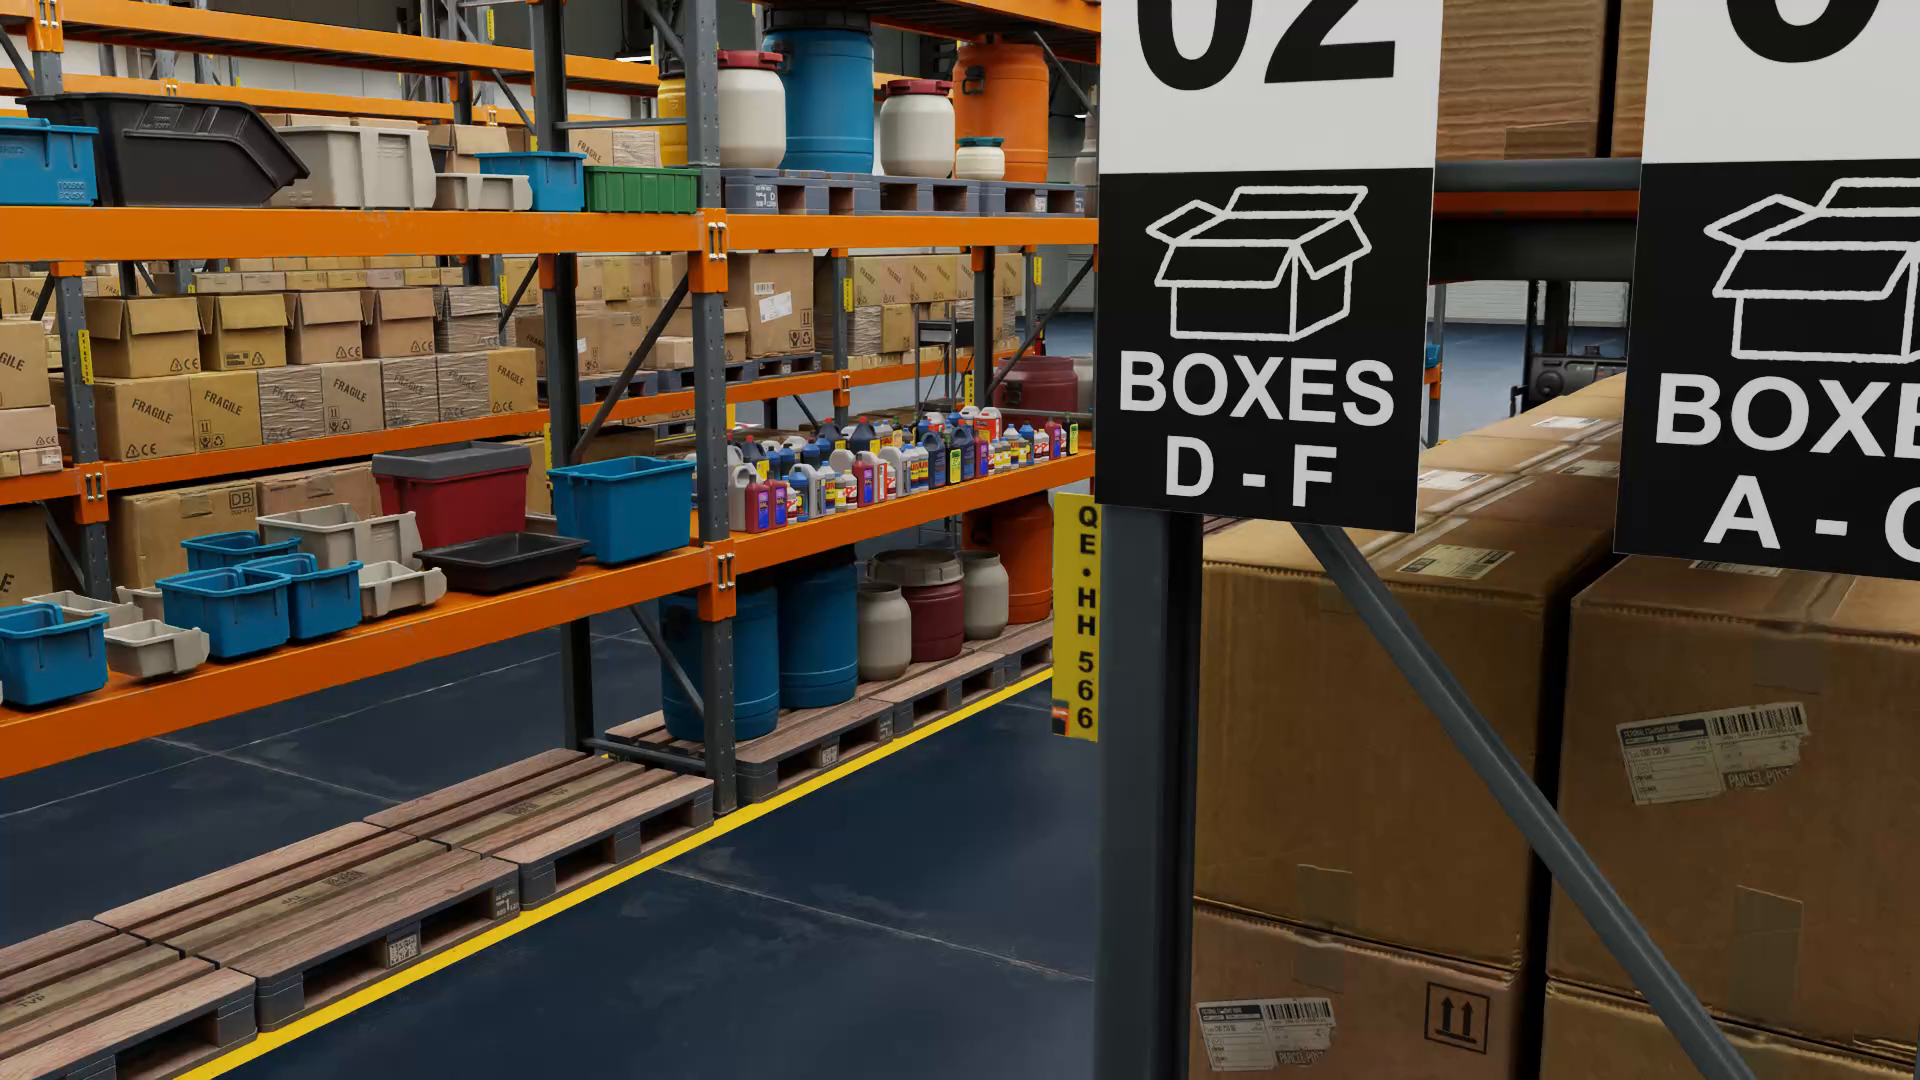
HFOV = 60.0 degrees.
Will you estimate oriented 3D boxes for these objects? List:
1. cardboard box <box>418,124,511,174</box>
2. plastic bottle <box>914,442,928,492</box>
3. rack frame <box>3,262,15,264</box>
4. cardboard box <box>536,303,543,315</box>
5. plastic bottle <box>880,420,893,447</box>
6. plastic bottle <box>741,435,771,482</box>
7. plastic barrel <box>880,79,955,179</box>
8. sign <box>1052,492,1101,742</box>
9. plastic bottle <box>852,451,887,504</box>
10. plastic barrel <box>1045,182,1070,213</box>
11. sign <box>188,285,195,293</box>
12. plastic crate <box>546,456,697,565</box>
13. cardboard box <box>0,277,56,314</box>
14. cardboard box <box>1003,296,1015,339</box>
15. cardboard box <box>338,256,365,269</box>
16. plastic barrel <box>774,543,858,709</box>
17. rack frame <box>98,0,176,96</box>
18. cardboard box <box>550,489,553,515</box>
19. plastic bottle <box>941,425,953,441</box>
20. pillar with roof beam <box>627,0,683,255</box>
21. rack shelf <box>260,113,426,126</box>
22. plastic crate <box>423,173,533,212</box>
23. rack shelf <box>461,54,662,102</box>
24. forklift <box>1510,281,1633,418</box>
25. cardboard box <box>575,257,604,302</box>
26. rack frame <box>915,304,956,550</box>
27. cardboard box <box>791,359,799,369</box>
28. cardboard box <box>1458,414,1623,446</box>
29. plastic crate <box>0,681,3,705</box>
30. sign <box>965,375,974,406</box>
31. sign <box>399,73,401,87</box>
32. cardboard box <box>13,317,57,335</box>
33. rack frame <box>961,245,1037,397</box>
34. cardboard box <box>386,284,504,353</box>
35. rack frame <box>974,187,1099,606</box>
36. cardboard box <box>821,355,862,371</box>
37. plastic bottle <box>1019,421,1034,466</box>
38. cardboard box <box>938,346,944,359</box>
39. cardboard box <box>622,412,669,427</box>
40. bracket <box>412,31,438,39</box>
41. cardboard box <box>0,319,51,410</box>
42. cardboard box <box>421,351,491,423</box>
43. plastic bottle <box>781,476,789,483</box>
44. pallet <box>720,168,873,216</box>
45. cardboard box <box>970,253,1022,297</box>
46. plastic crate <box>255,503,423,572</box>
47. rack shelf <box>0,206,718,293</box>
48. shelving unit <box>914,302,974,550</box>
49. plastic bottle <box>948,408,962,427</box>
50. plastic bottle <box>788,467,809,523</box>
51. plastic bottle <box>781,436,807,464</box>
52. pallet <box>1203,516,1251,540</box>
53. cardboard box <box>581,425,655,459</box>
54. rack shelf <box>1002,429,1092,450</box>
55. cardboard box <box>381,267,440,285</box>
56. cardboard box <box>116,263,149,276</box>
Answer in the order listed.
[{"bbox_3d":[-3.936,-2.950,12.903,0.797,0.503,0.637,7,13,34],"label":"cardboard box"},{"bbox_3d":[-0.224,-0.406,9.233,0.097,0.271,0.097,0,11,0],"label":"plastic bottle"},{"bbox_3d":[-14.318,-3.371,24.724,1.000,3.000,0.127,6,12,31],"label":"rack frame"},{"bbox_3d":[-5.344,-2.662,20.529,0.875,0.550,0.550,6,12,31],"label":"cardboard box"},{"bbox_3d":[-0.462,-0.602,10.284,0.097,0.271,0.097,0,11,0],"label":"plastic bottle"},{"bbox_3d":[-1.108,-0.386,8.914,0.144,0.351,0.185,6,12,31],"label":"plastic bottle"},{"bbox_3d":[-0.240,-2.303,9.356,0.433,0.535,0.433,0,11,0],"label":"plastic barrel"},{"bbox_3d":[0.166,0.103,2.162,0.100,0.325,0.005,6,12,31],"label":"sign"},{"bbox_3d":[-0.478,-0.340,8.872,0.152,0.276,0.135,6,12,31],"label":"plastic bottle"},{"bbox_3d":[0.636,-2.290,11.221,0.294,0.245,0.294,0,11,0],"label":"plastic barrel"},{"bbox_3d":[-7.399,-2.291,16.024,0.100,0.325,0.005,6,12,31],"label":"sign"},{"bbox_3d":[-1.476,-0.135,7.318,0.392,0.384,0.575,6,12,31],"label":"plastic crate"},{"bbox_3d":[-11.185,-2.886,19.909,0.500,0.500,0.500,7,12,32],"label":"cardboard box"},{"bbox_3d":[0.163,-2.691,20.013,0.875,0.500,0.500,6,12,31],"label":"cardboard box"},{"bbox_3d":[-8.900,-3.878,23.635,0.700,0.500,0.500,6,12,30],"label":"cardboard box"},{"bbox_3d":[-0.860,0.410,9.086,0.600,0.901,0.708,6,12,31],"label":"plastic barrel"},{"bbox_3d":[-7.868,-4.760,15.841,1.000,3.000,0.127,6,12,31],"label":"rack frame"},{"bbox_3d":[-3.350,-0.416,14.539,0.700,0.500,0.500,6,12,28],"label":"cardboard box"},{"bbox_3d":[-0.073,-0.632,10.632,0.097,0.201,0.097,0,11,0],"label":"plastic bottle"},{"bbox_3d":[-3.464,-8.402,35.291,9.100,9.000,0.548,6,12,31],"label":"pillar with roof beam"},{"bbox_3d":[-9.036,-5.806,23.389,1.077,0.370,4.000,6,12,31],"label":"rack shelf"},{"bbox_3d":[-1.860,-1.328,6.374,0.293,0.136,0.466,6,12,31],"label":"plastic crate"},{"bbox_3d":[-2.643,-4.035,15.008,1.077,0.370,4.000,6,12,31],"label":"rack shelf"},{"bbox_3d":[5.492,-1.466,14.733,1.130,2.935,3.031,7,13,32],"label":"forklift"},{"bbox_3d":[-4.986,-3.269,20.837,0.875,0.550,0.550,6,12,31],"label":"cardboard box"},{"bbox_3d":[-0.213,-0.968,14.331,0.400,2.100,0.015,6,12,31],"label":"rack frame"},{"bbox_3d":[-1.744,-1.889,17.491,0.380,0.149,0.250,6,12,31],"label":"cardboard box"},{"bbox_3d":[1.420,0.004,3.705,0.500,0.500,0.500,7,13,32],"label":"cardboard box"},{"bbox_3d":[-2.955,0.460,4.814,0.250,0.136,0.298,6,12,31],"label":"plastic crate"},{"bbox_3d":[0.078,-0.980,11.509,0.100,0.325,0.005,6,12,31],"label":"sign"},{"bbox_3d":[-8.461,-7.025,25.186,0.100,0.325,0.005,6,12,31],"label":"sign"},{"bbox_3d":[-8.264,-1.906,14.821,0.380,0.149,0.250,6,12,31],"label":"cardboard box"},{"bbox_3d":[0.472,-2.580,20.497,1.000,3.000,0.127,6,12,31],"label":"rack frame"},{"bbox_3d":[-4.075,-1.750,13.069,0.797,0.503,0.637,7,13,33],"label":"cardboard box"},{"bbox_3d":[0.552,-0.848,11.249,1.000,3.000,0.127,6,12,31],"label":"rack frame"},{"bbox_3d":[-1.236,-1.832,17.187,0.380,0.149,0.250,6,12,31],"label":"cardboard box"},{"bbox_3d":[0.410,-0.597,10.258,0.097,0.271,0.097,0,11,0],"label":"plastic bottle"},{"bbox_3d":[-0.377,-2.113,18.687,0.380,0.149,0.250,6,12,31],"label":"cardboard box"},{"bbox_3d":[-4.465,-1.980,21.926,0.875,0.875,0.875,6,12,30],"label":"cardboard box"},{"bbox_3d":[-10.171,-9.539,31.587,0.235,0.232,0.430,6,12,31],"label":"bracket"},{"bbox_3d":[-5.768,-1.036,9.811,0.500,0.500,0.500,7,13,32],"label":"cardboard box"},{"bbox_3d":[-3.989,-1.192,12.810,0.500,0.500,0.500,6,12,30],"label":"cardboard box"},{"bbox_3d":[-0.885,-0.225,8.457,0.097,0.201,0.097,0,11,0],"label":"plastic bottle"},{"bbox_3d":[-1.201,-1.734,8.338,1.213,0.211,1.003,6,12,31],"label":"pallet"},{"bbox_3d":[0.398,-3.156,19.780,0.500,0.500,0.500,6,12,31],"label":"cardboard box"},{"bbox_3d":[-2.475,0.032,6.705,0.437,0.282,0.530,6,12,31],"label":"plastic crate"},{"bbox_3d":[-2.563,-1.026,5.999,1.077,0.370,4.000,6,12,31],"label":"rack shelf"},{"bbox_3d":[-0.086,-1.006,14.536,0.431,2.100,0.503,6,12,31],"label":"shelving unit"},{"bbox_3d":[-0.033,-0.732,10.979,0.097,0.271,0.097,0,11,0],"label":"plastic bottle"},{"bbox_3d":[-0.806,-0.229,8.291,0.097,0.271,0.097,0,11,0],"label":"plastic bottle"},{"bbox_3d":[-0.955,-0.446,9.435,0.152,0.276,0.135,6,12,31],"label":"plastic bottle"},{"bbox_3d":[2.254,0.020,14.186,1.003,0.211,1.213,6,12,31],"label":"pallet"},{"bbox_3d":[-3.092,-0.870,14.926,0.500,0.250,0.500,8,13,37],"label":"cardboard box"},{"bbox_3d":[1.590,-0.809,12.995,1.077,0.370,4.000,6,12,31],"label":"rack shelf"},{"bbox_3d":[-6.309,-2.821,18.798,0.700,0.500,0.500,6,12,30],"label":"cardboard box"},{"bbox_3d":[-10.468,-3.414,20.970,0.380,0.149,0.250,6,12,29],"label":"cardboard box"}]
